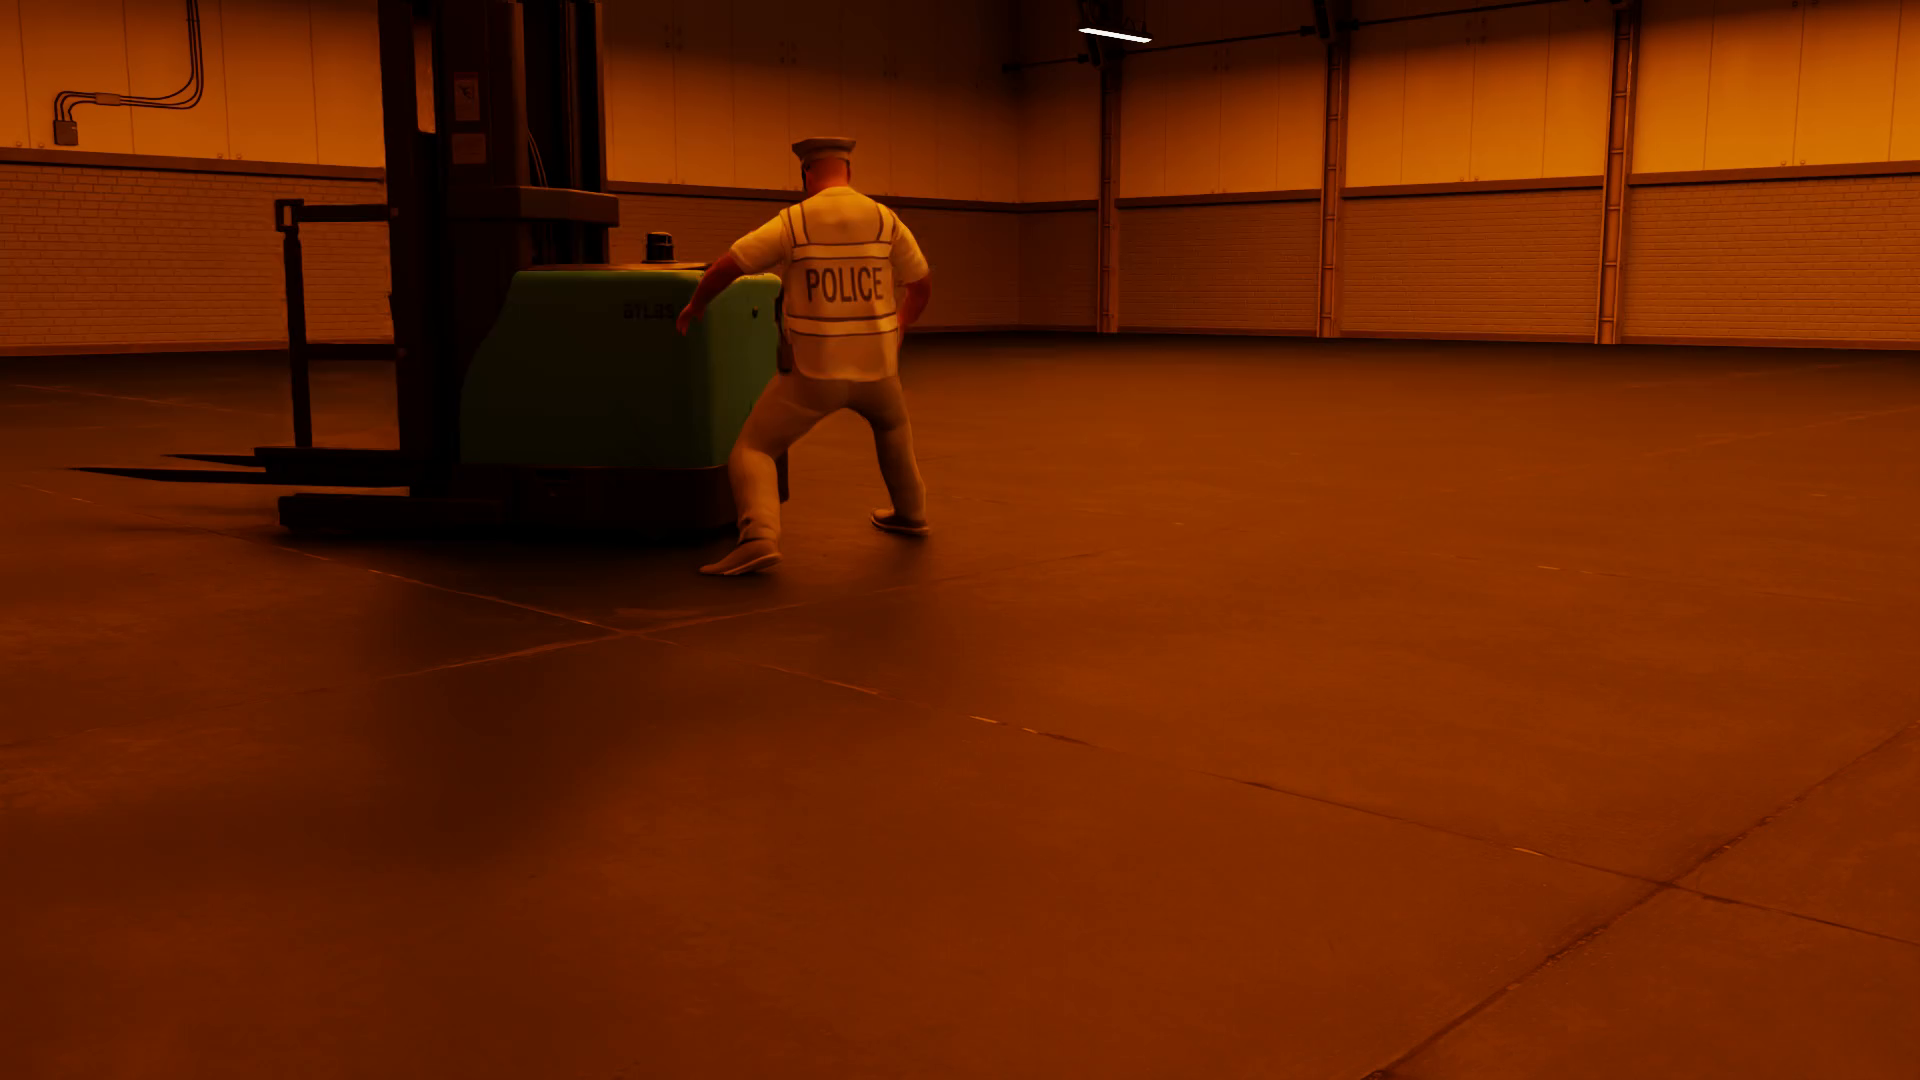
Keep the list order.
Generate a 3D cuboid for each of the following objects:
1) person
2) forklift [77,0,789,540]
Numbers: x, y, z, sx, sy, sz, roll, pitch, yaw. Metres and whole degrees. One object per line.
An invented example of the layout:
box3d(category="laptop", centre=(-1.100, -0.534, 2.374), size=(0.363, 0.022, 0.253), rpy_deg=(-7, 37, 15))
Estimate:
box3d(category="person", centre=(-0.548, -0.708, 6.313), size=(1.066, 1.600, 0.966), rpy_deg=(-3, 9, -20))
box3d(category="forklift", centre=(-2.336, -1.541, 7.109), size=(3.031, 2.935, 1.130), rpy_deg=(2, 9, 13))
